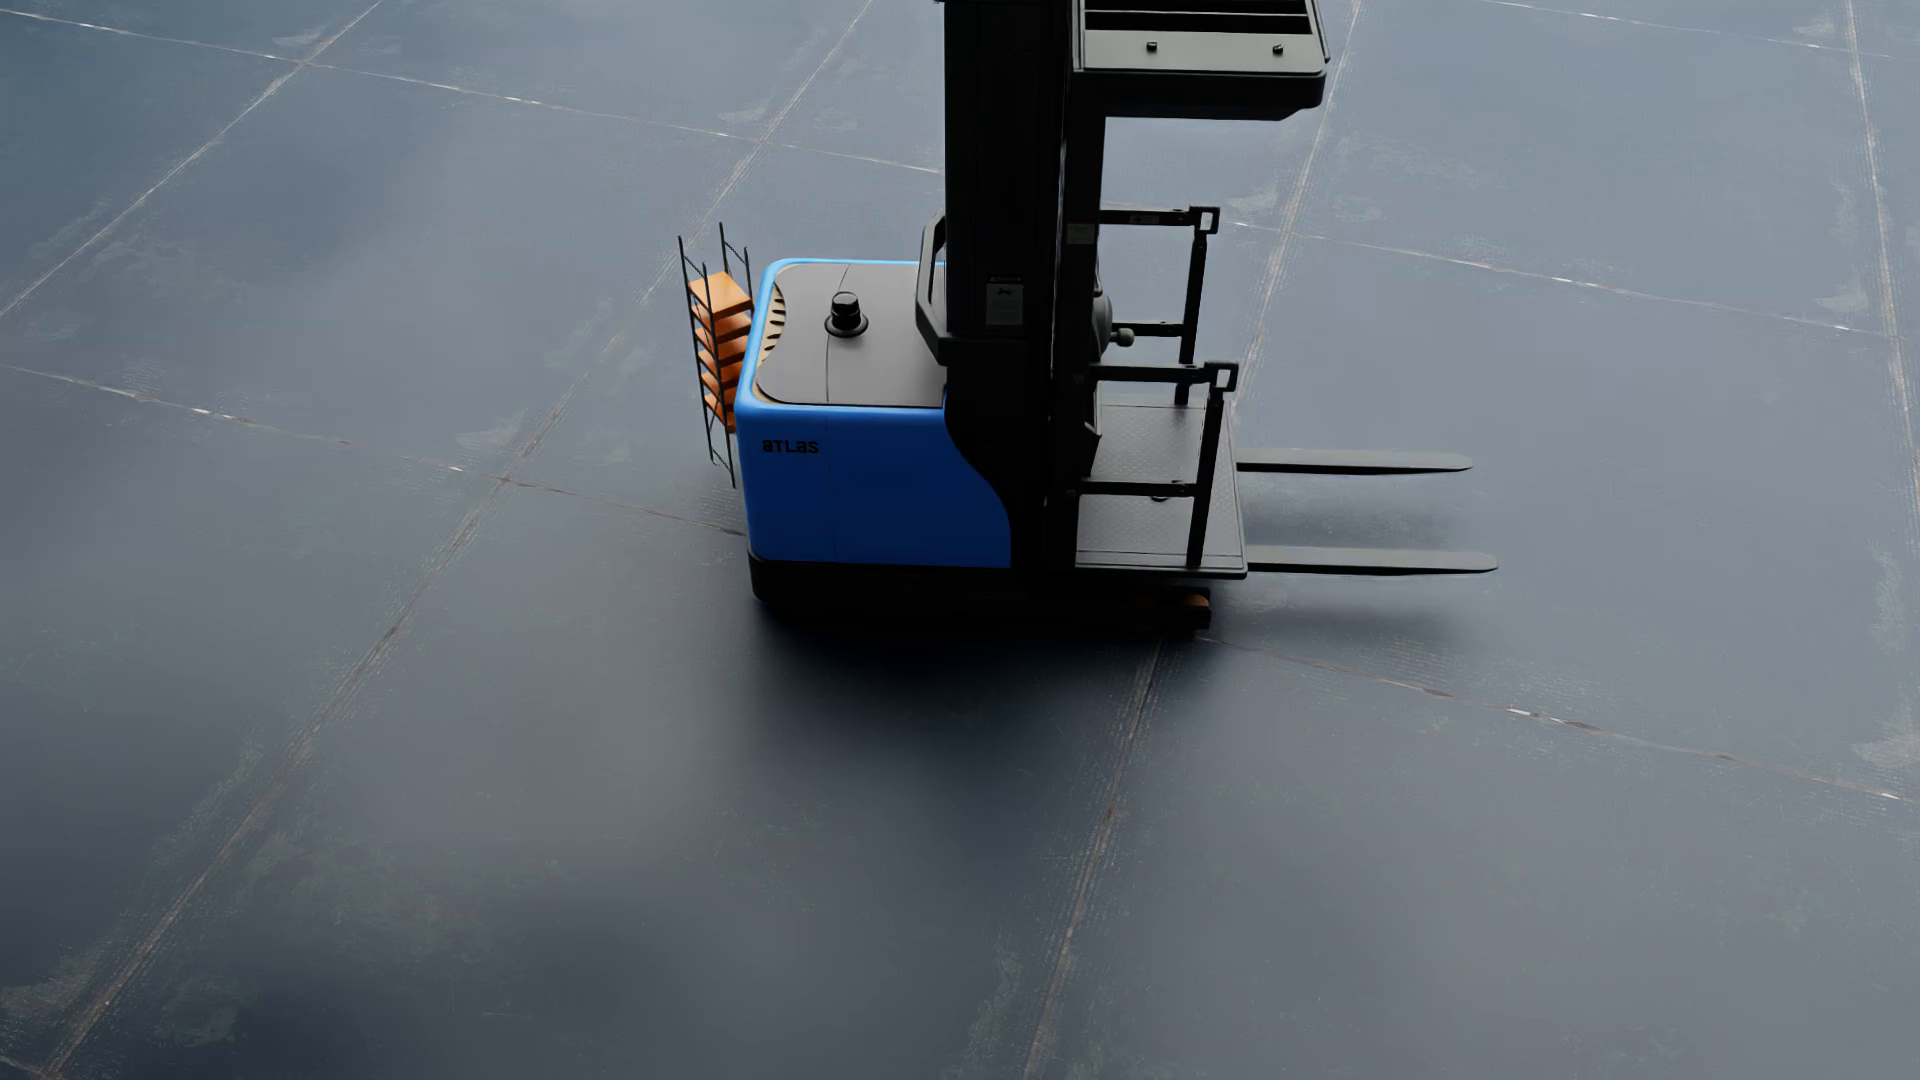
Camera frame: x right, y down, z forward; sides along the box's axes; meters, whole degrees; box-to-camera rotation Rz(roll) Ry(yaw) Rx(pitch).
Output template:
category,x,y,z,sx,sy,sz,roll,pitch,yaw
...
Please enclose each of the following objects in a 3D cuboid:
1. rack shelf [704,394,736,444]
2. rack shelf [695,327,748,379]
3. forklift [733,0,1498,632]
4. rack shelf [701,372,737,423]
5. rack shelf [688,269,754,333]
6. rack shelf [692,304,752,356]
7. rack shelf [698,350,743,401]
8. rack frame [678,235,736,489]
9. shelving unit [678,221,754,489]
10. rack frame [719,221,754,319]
category,x,y,z,sx,sy,sz,roll,pitch,yaw
rack shelf,-0.986,-0.557,7.266,0.180,0.103,0.258,-24,49,-22
rack shelf,-0.988,-0.815,7.014,0.180,0.103,0.258,-24,49,-22
forklift,0.676,-1.055,6.131,3.031,2.935,1.130,2,44,2
rack shelf,-0.986,-0.643,7.182,0.180,0.103,0.258,-24,49,-22
rack shelf,-0.989,-0.987,6.847,0.180,0.103,0.258,-24,49,-22
rack shelf,-0.988,-0.901,6.931,0.180,0.103,0.258,-24,49,-22
rack shelf,-0.987,-0.729,7.098,0.180,0.103,0.258,-24,49,-22
rack frame,-1.064,-0.726,7.032,0.006,1.200,0.240,-24,49,-22
shelving unit,-0.987,-0.761,7.067,0.189,1.200,0.258,-24,49,-22
rack frame,-0.910,-0.795,7.102,0.006,1.200,0.240,-24,49,-22
